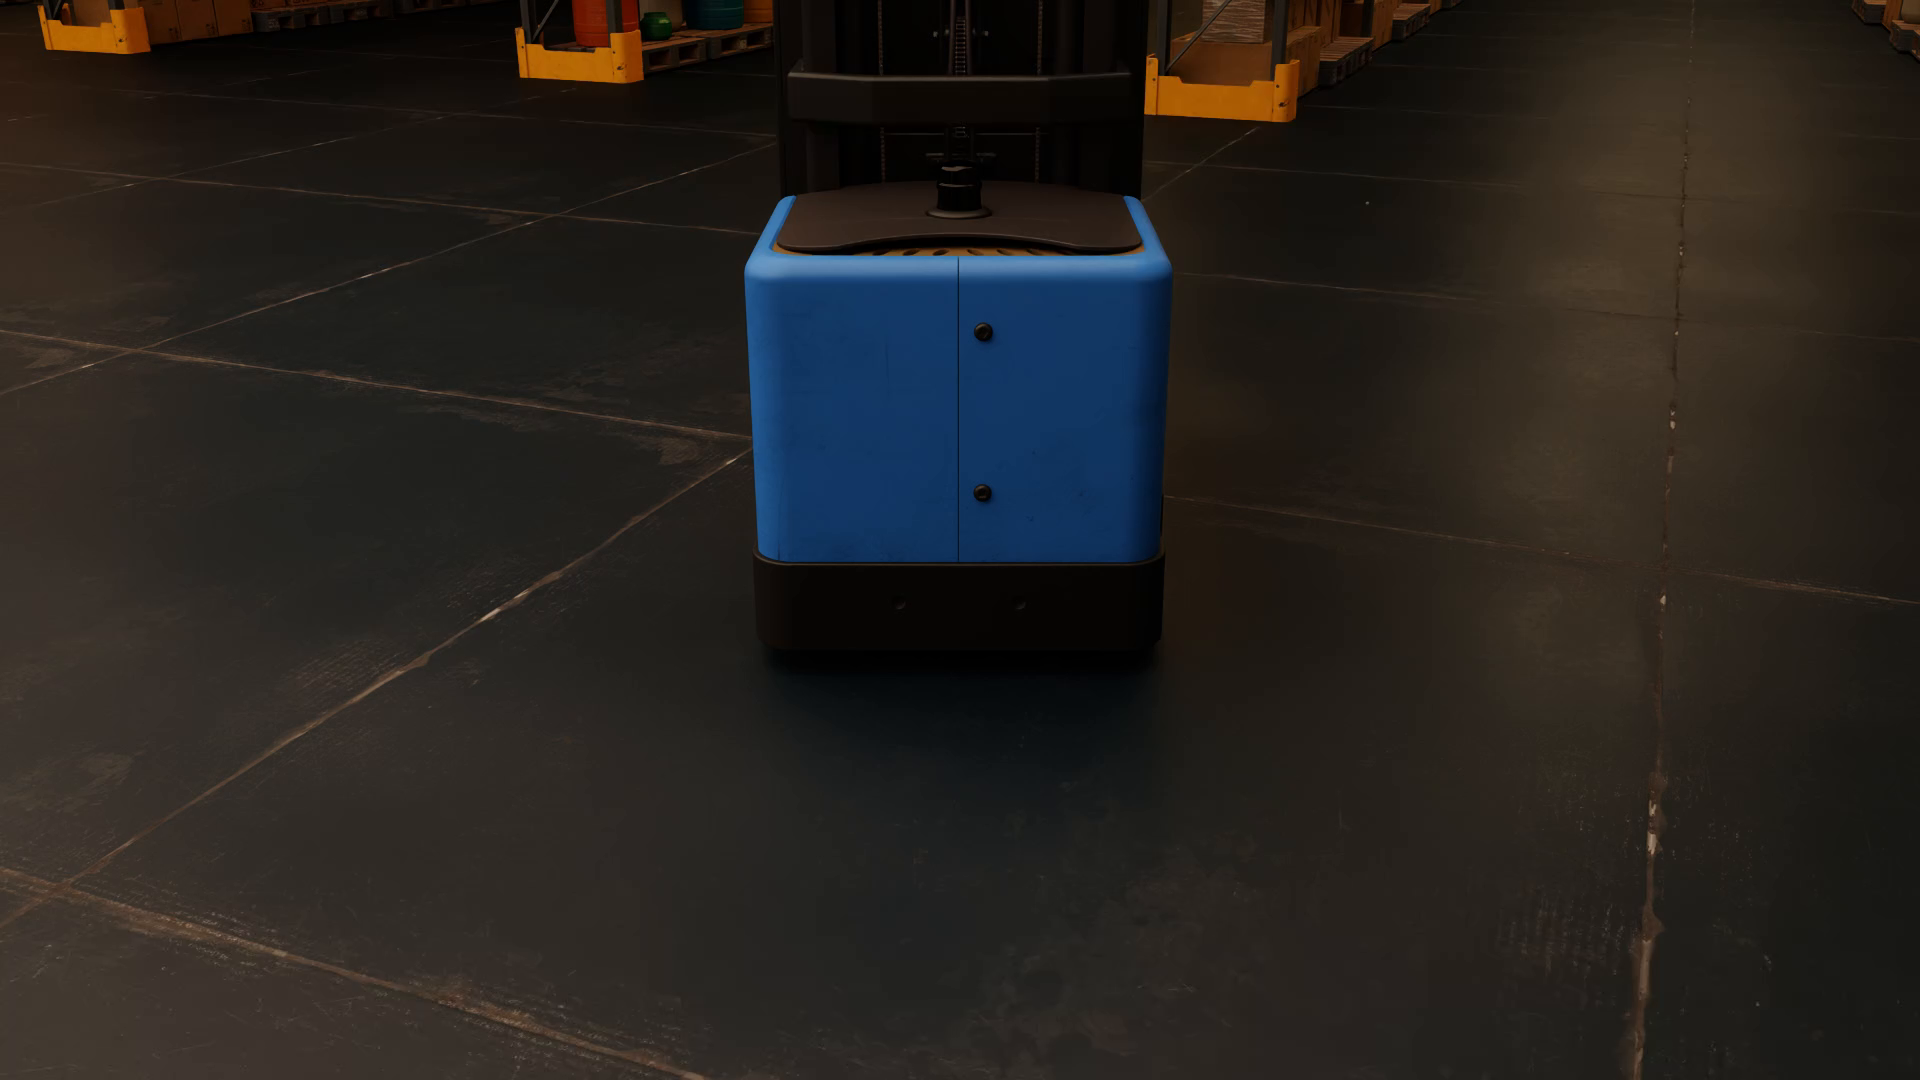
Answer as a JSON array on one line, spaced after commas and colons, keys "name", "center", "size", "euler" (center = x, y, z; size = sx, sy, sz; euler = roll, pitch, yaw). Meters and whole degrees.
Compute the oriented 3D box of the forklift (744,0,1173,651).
[{"name": "forklift", "center": [0.002, -1.587, 5.089], "size": [1.130, 2.935, 3.031], "euler": [0, 23, 0]}]
